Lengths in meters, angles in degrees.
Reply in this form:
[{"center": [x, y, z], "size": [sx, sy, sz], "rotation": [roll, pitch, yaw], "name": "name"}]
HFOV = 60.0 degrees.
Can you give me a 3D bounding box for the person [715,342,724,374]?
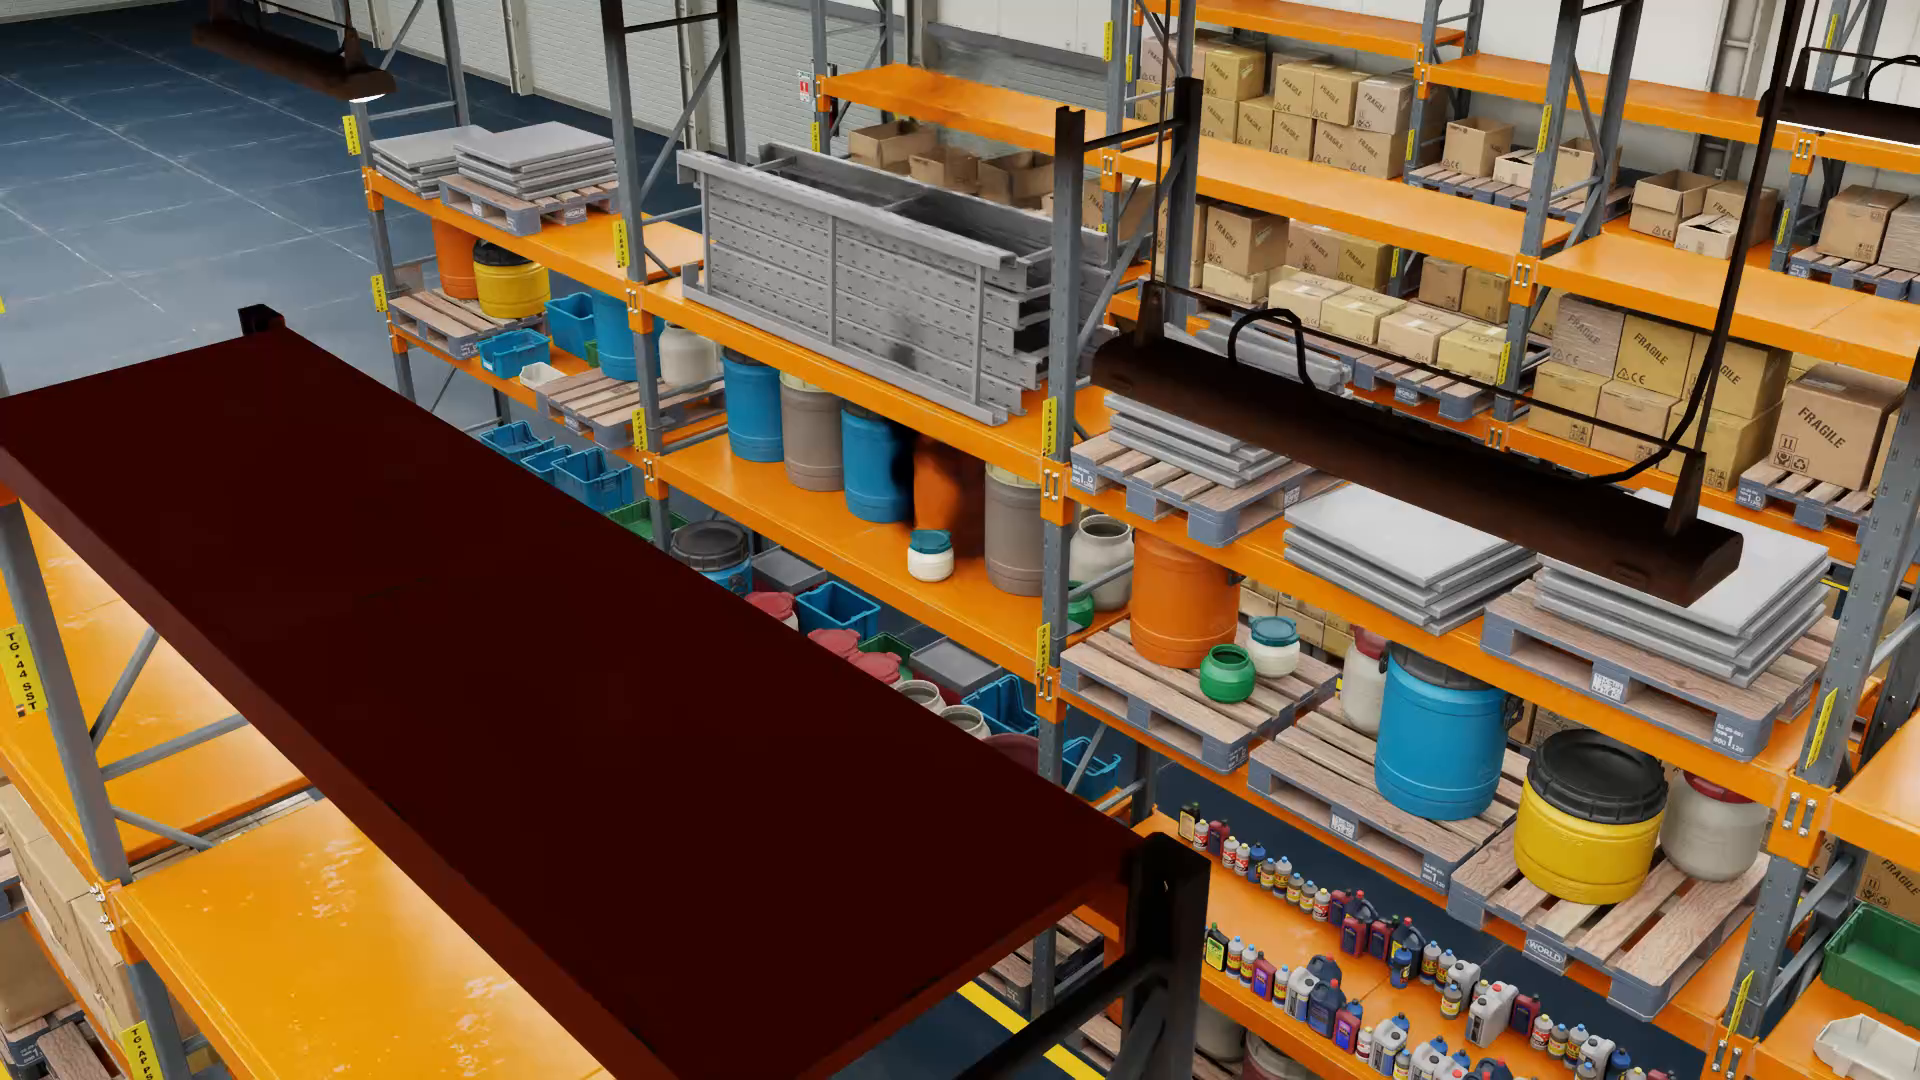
[{"center": [-3.022, -2.455, 19.724], "size": [0.651, 1.689, 0.598], "rotation": [-5, 29, -10], "name": "person"}]
